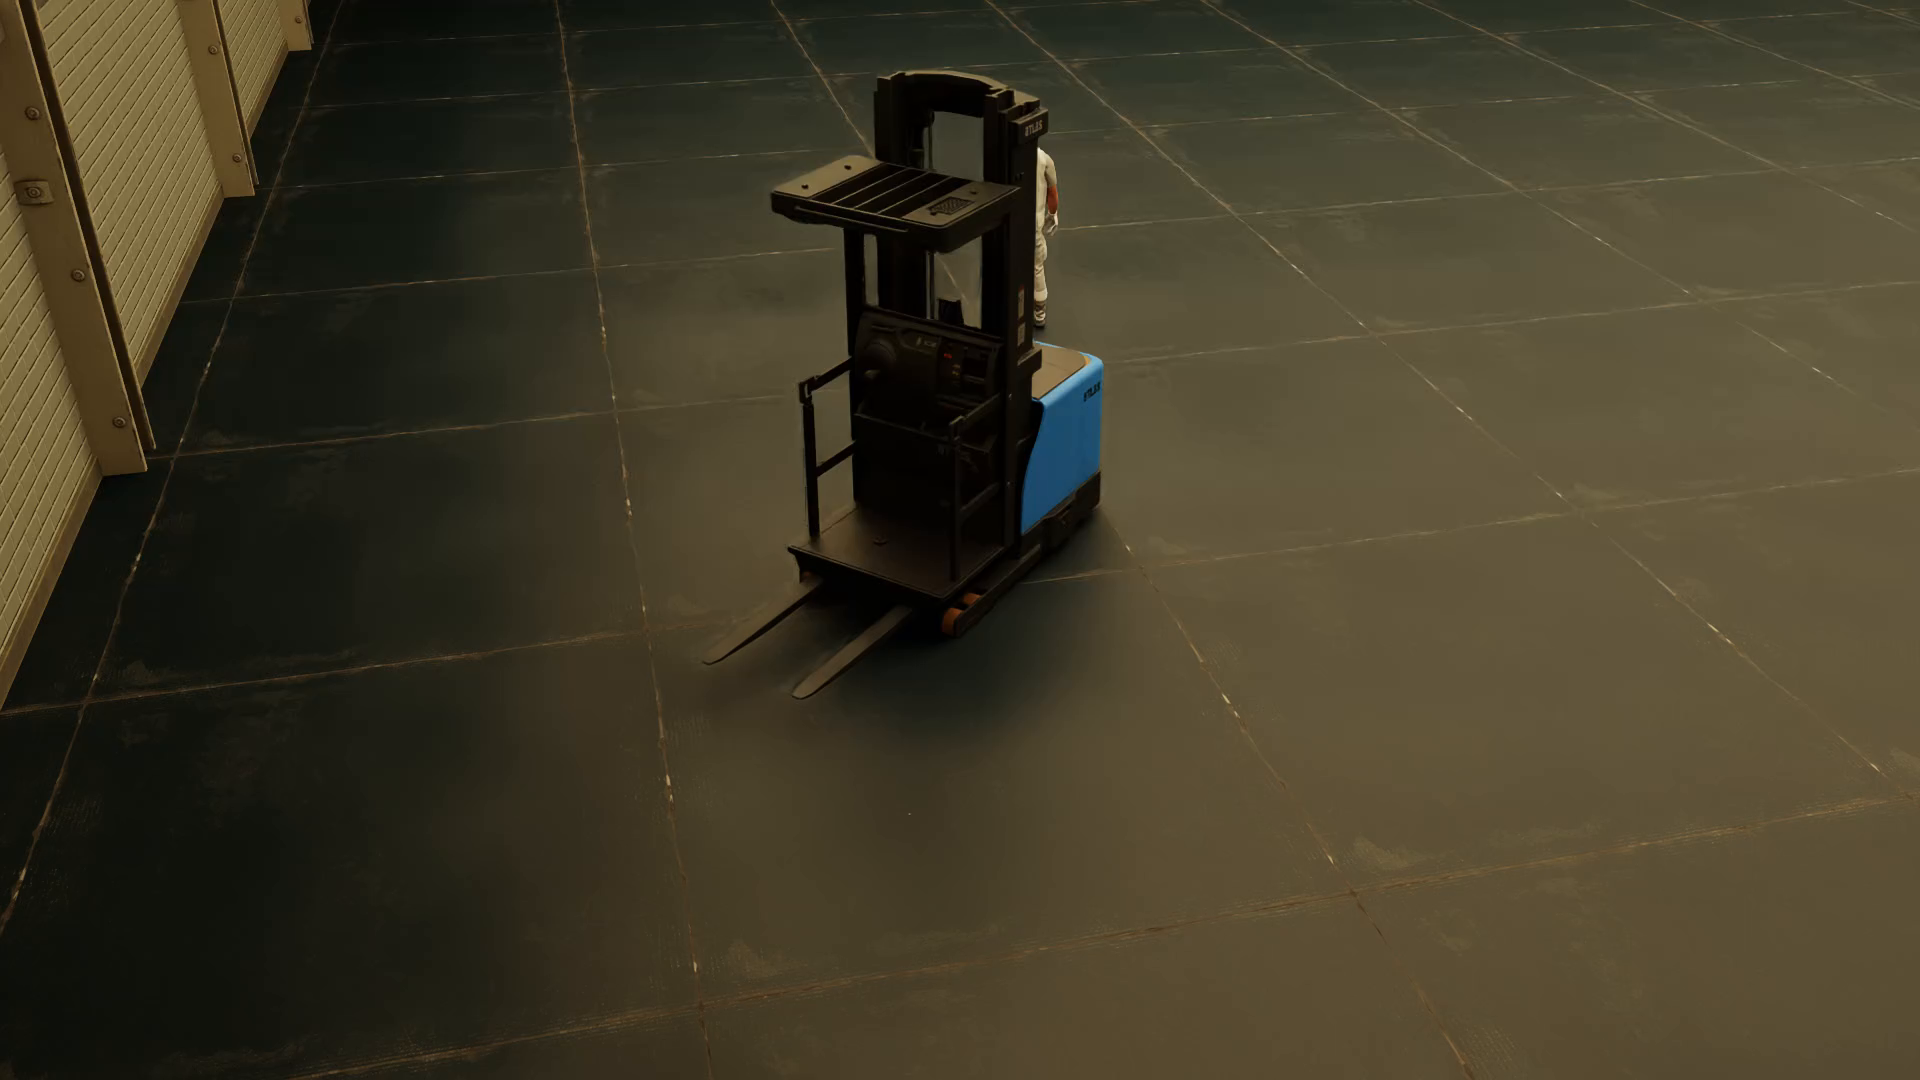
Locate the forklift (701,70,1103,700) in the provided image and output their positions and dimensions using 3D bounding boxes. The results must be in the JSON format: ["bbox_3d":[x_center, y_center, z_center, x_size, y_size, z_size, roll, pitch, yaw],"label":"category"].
[{"bbox_3d":[-0.304,-0.979,9.266,1.130,2.935,3.031,17,34,27],"label":"forklift"}]

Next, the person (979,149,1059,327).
[{"bbox_3d":[0.445,-2.474,12.973,0.638,1.789,0.563,-7,31,-12],"label":"person"}]
